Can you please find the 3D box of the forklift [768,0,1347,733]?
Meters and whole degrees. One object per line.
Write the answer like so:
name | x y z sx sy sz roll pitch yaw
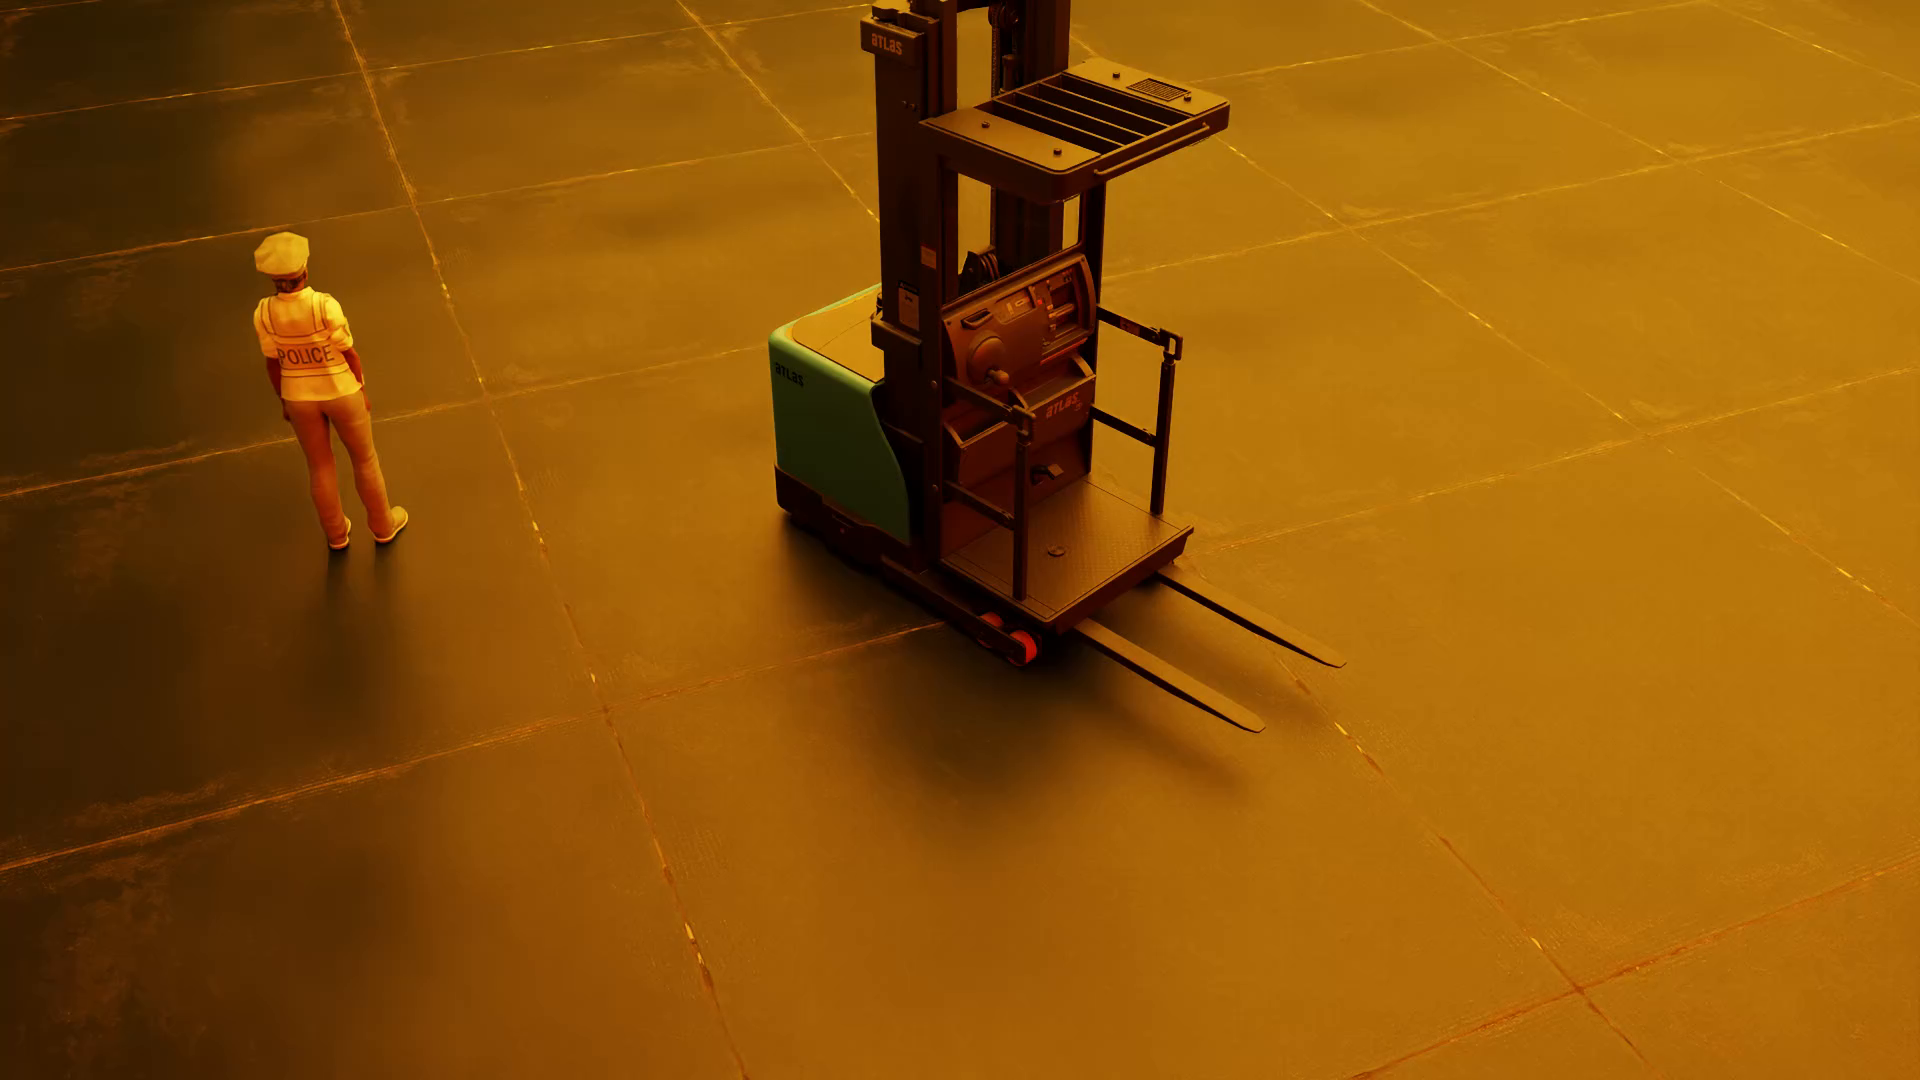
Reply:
forklift | 0.432 -0.946 7.429 3.031 2.935 1.130 30 45 35

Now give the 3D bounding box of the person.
person | -3.118 -0.713 8.178 0.451 1.690 0.352 -5 36 -7
